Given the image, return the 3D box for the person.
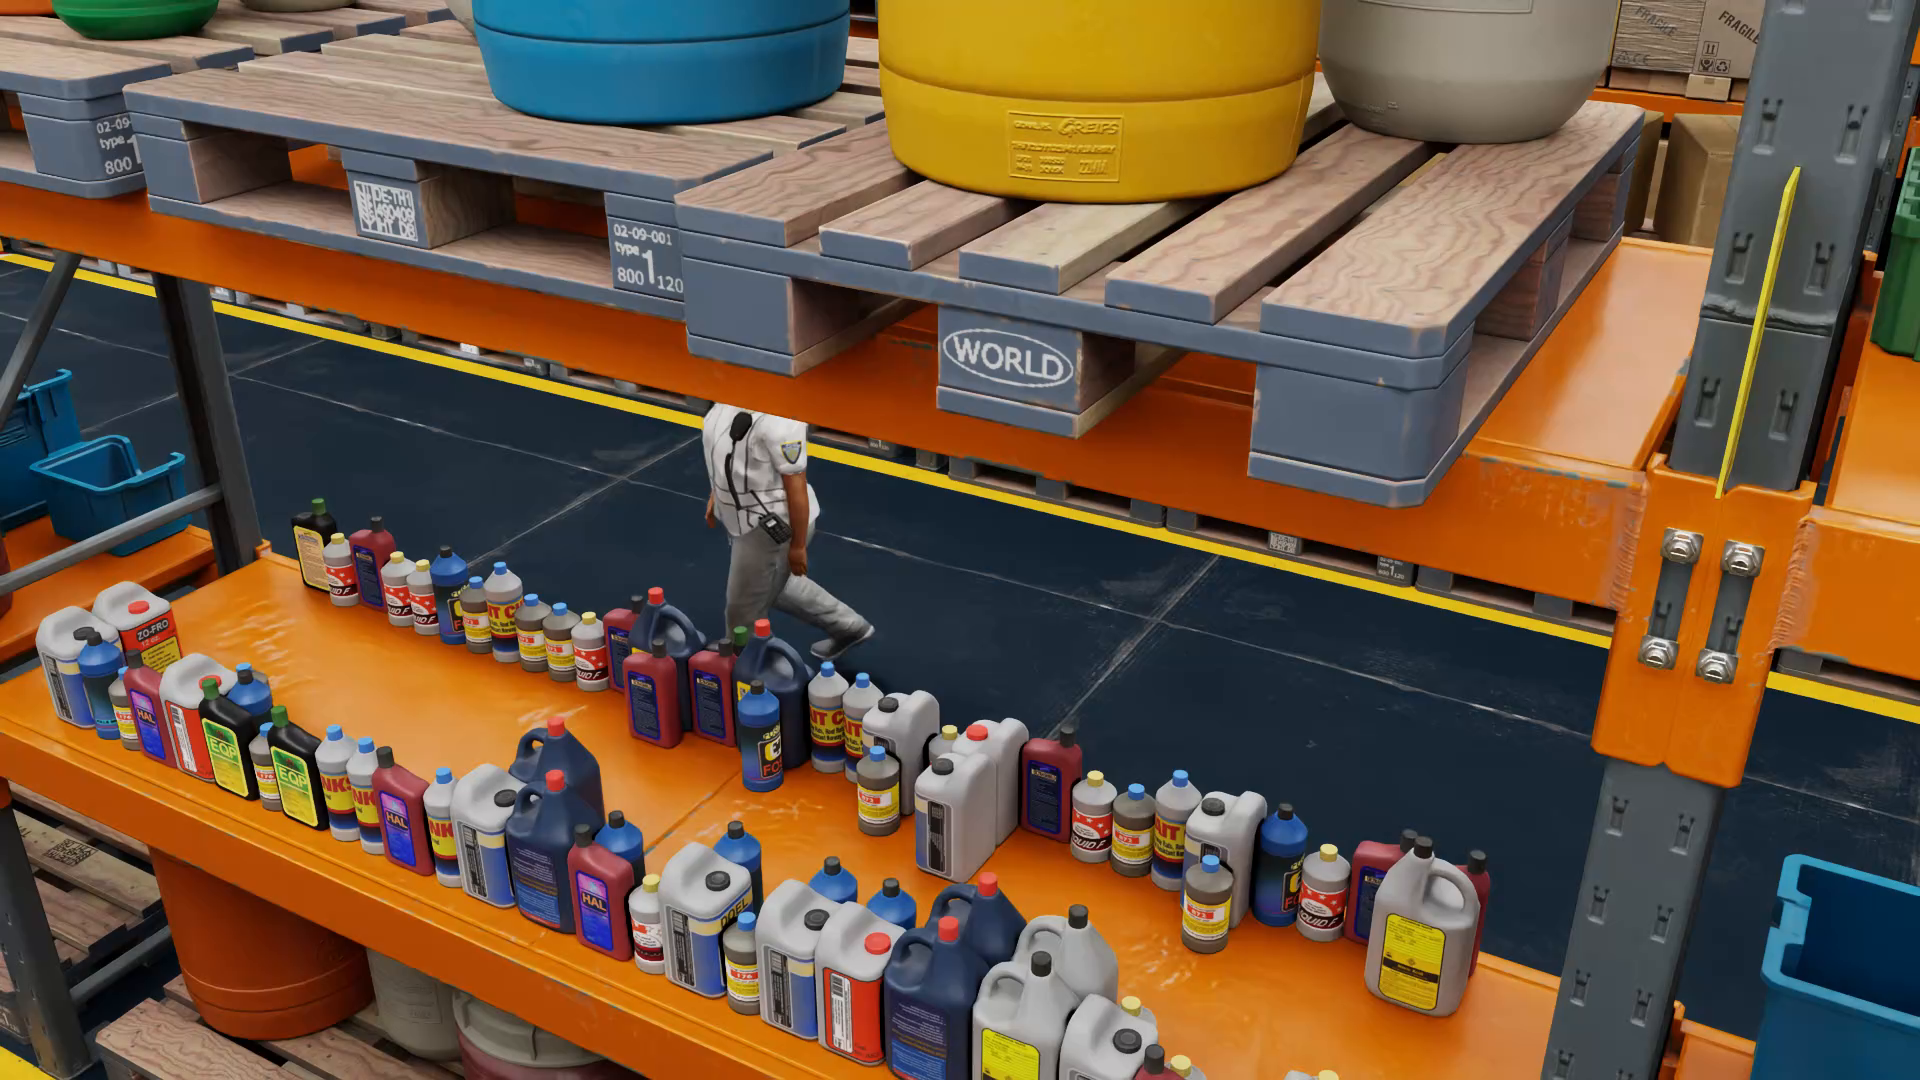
[{"bbox_3d":[-0.719,-0.097,6.306,0.848,1.640,0.553,-12,29,-23],"label":"person"}]
